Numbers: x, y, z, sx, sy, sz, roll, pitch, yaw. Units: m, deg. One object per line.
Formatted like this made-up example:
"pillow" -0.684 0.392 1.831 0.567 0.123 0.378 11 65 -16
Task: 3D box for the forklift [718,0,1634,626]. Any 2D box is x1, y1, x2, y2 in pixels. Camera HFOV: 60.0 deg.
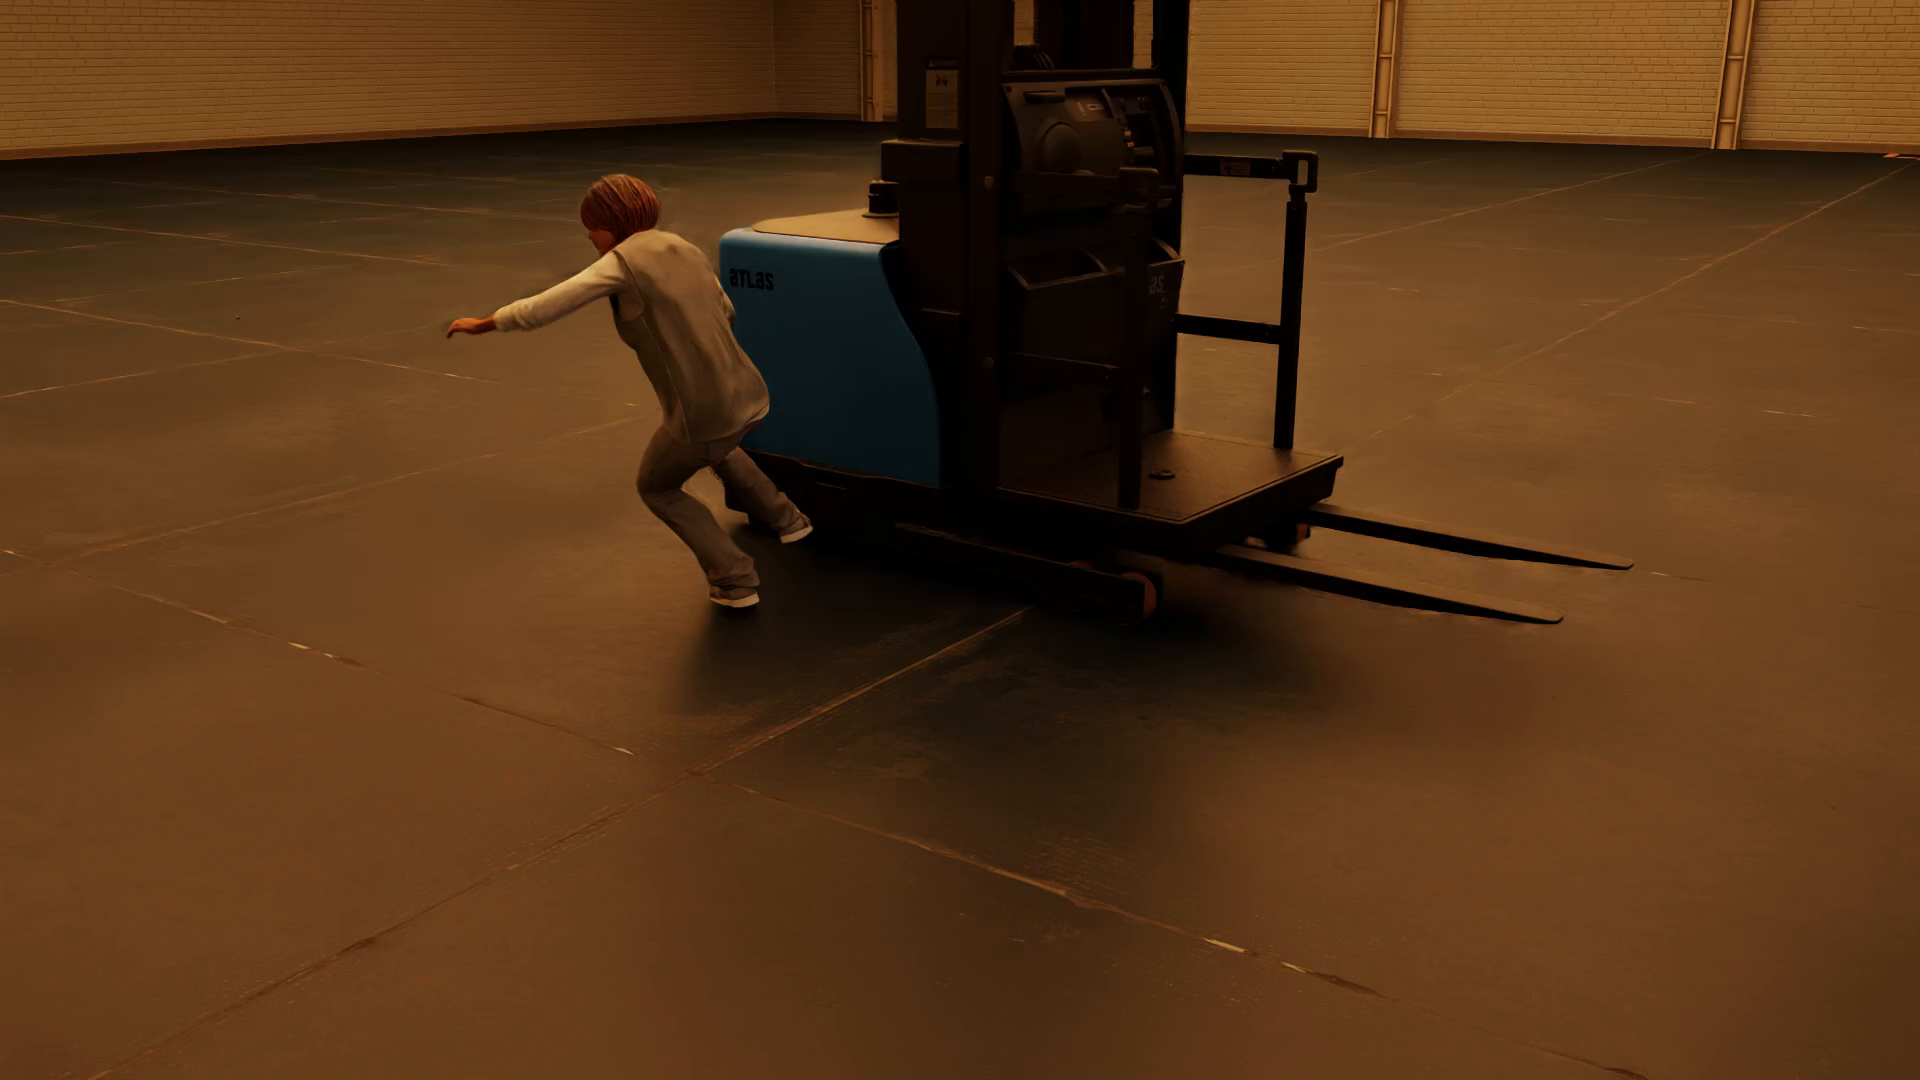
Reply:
"forklift" 0.604 -1.313 5.224 3.031 2.935 1.130 13 21 36

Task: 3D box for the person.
"person" -0.905 -0.459 5.188 0.833 1.348 1.127 9 19 27
